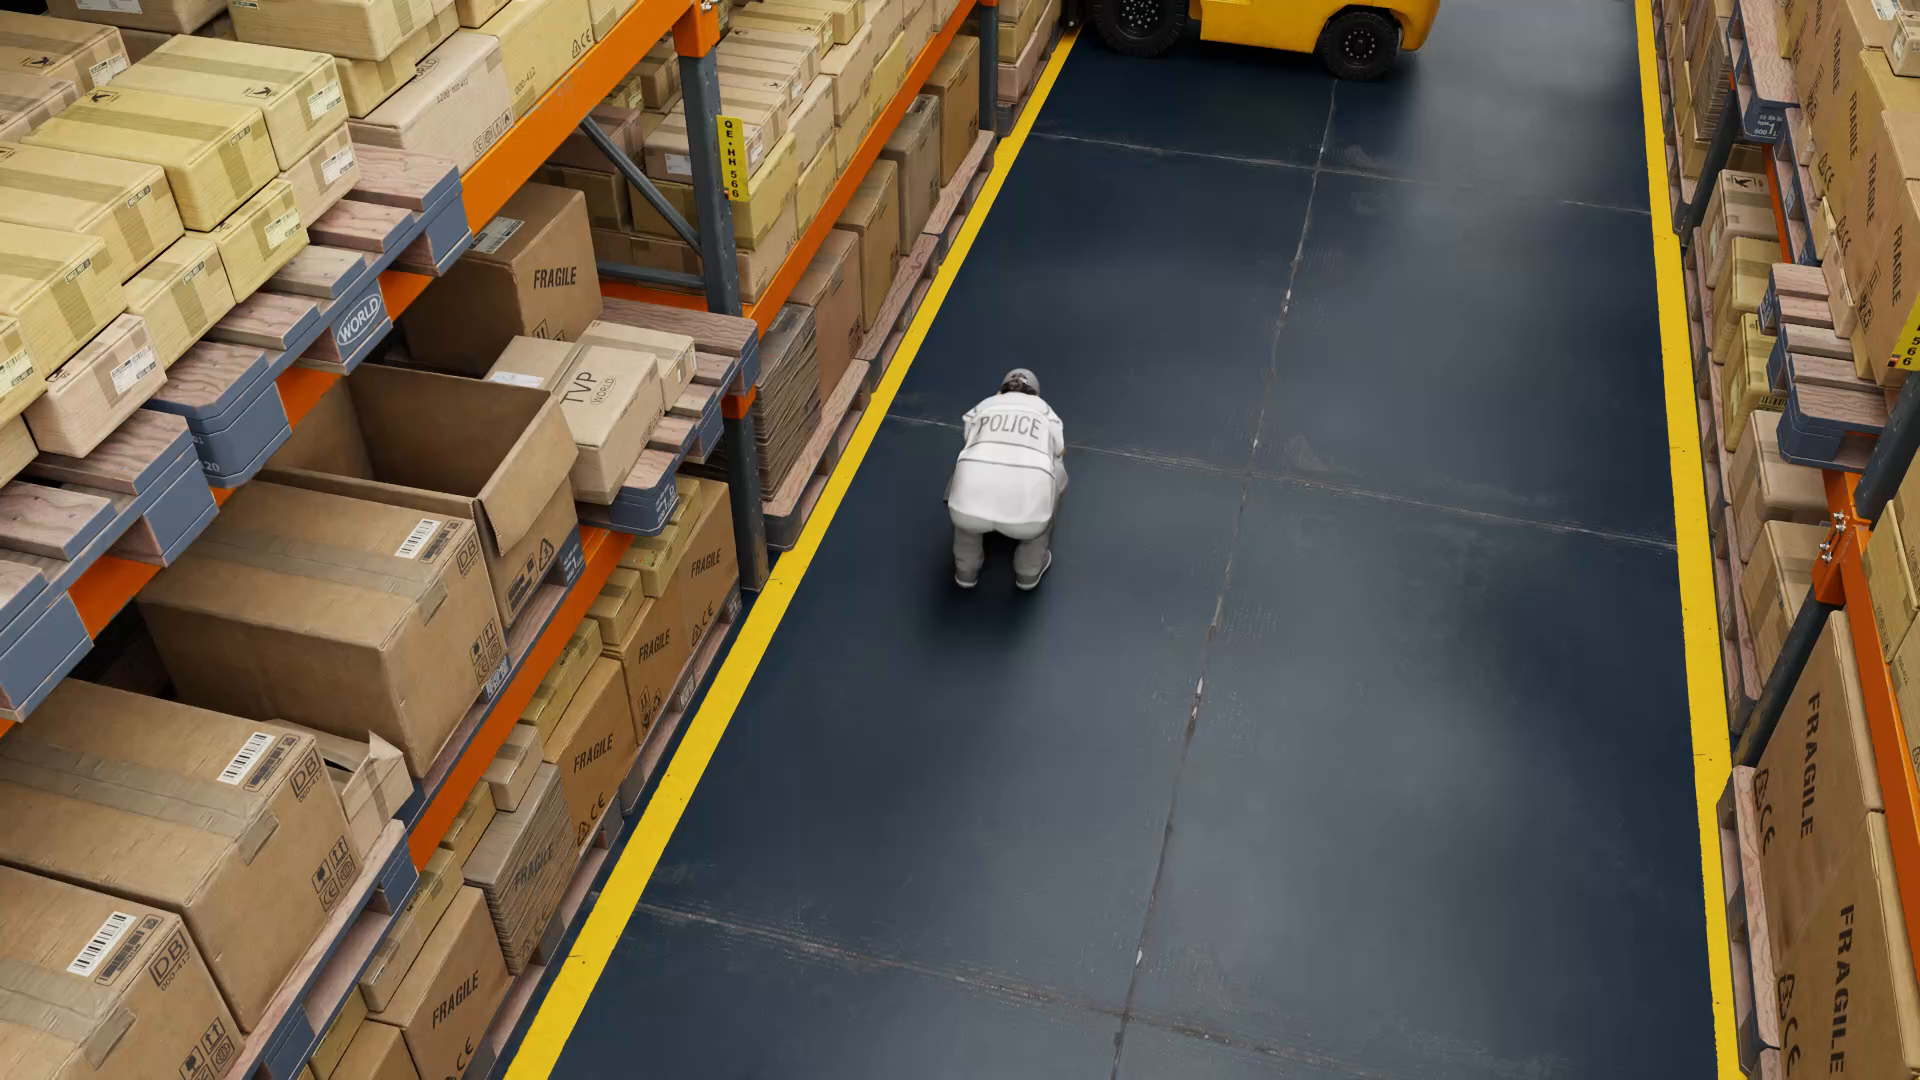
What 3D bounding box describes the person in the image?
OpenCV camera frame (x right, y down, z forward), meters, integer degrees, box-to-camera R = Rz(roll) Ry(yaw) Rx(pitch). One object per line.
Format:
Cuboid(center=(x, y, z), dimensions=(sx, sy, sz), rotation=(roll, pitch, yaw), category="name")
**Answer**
Cuboid(center=(0.205, -0.228, 7.116), dimensions=(0.503, 0.775, 0.939), rotation=(8, 42, 9), category="person")
